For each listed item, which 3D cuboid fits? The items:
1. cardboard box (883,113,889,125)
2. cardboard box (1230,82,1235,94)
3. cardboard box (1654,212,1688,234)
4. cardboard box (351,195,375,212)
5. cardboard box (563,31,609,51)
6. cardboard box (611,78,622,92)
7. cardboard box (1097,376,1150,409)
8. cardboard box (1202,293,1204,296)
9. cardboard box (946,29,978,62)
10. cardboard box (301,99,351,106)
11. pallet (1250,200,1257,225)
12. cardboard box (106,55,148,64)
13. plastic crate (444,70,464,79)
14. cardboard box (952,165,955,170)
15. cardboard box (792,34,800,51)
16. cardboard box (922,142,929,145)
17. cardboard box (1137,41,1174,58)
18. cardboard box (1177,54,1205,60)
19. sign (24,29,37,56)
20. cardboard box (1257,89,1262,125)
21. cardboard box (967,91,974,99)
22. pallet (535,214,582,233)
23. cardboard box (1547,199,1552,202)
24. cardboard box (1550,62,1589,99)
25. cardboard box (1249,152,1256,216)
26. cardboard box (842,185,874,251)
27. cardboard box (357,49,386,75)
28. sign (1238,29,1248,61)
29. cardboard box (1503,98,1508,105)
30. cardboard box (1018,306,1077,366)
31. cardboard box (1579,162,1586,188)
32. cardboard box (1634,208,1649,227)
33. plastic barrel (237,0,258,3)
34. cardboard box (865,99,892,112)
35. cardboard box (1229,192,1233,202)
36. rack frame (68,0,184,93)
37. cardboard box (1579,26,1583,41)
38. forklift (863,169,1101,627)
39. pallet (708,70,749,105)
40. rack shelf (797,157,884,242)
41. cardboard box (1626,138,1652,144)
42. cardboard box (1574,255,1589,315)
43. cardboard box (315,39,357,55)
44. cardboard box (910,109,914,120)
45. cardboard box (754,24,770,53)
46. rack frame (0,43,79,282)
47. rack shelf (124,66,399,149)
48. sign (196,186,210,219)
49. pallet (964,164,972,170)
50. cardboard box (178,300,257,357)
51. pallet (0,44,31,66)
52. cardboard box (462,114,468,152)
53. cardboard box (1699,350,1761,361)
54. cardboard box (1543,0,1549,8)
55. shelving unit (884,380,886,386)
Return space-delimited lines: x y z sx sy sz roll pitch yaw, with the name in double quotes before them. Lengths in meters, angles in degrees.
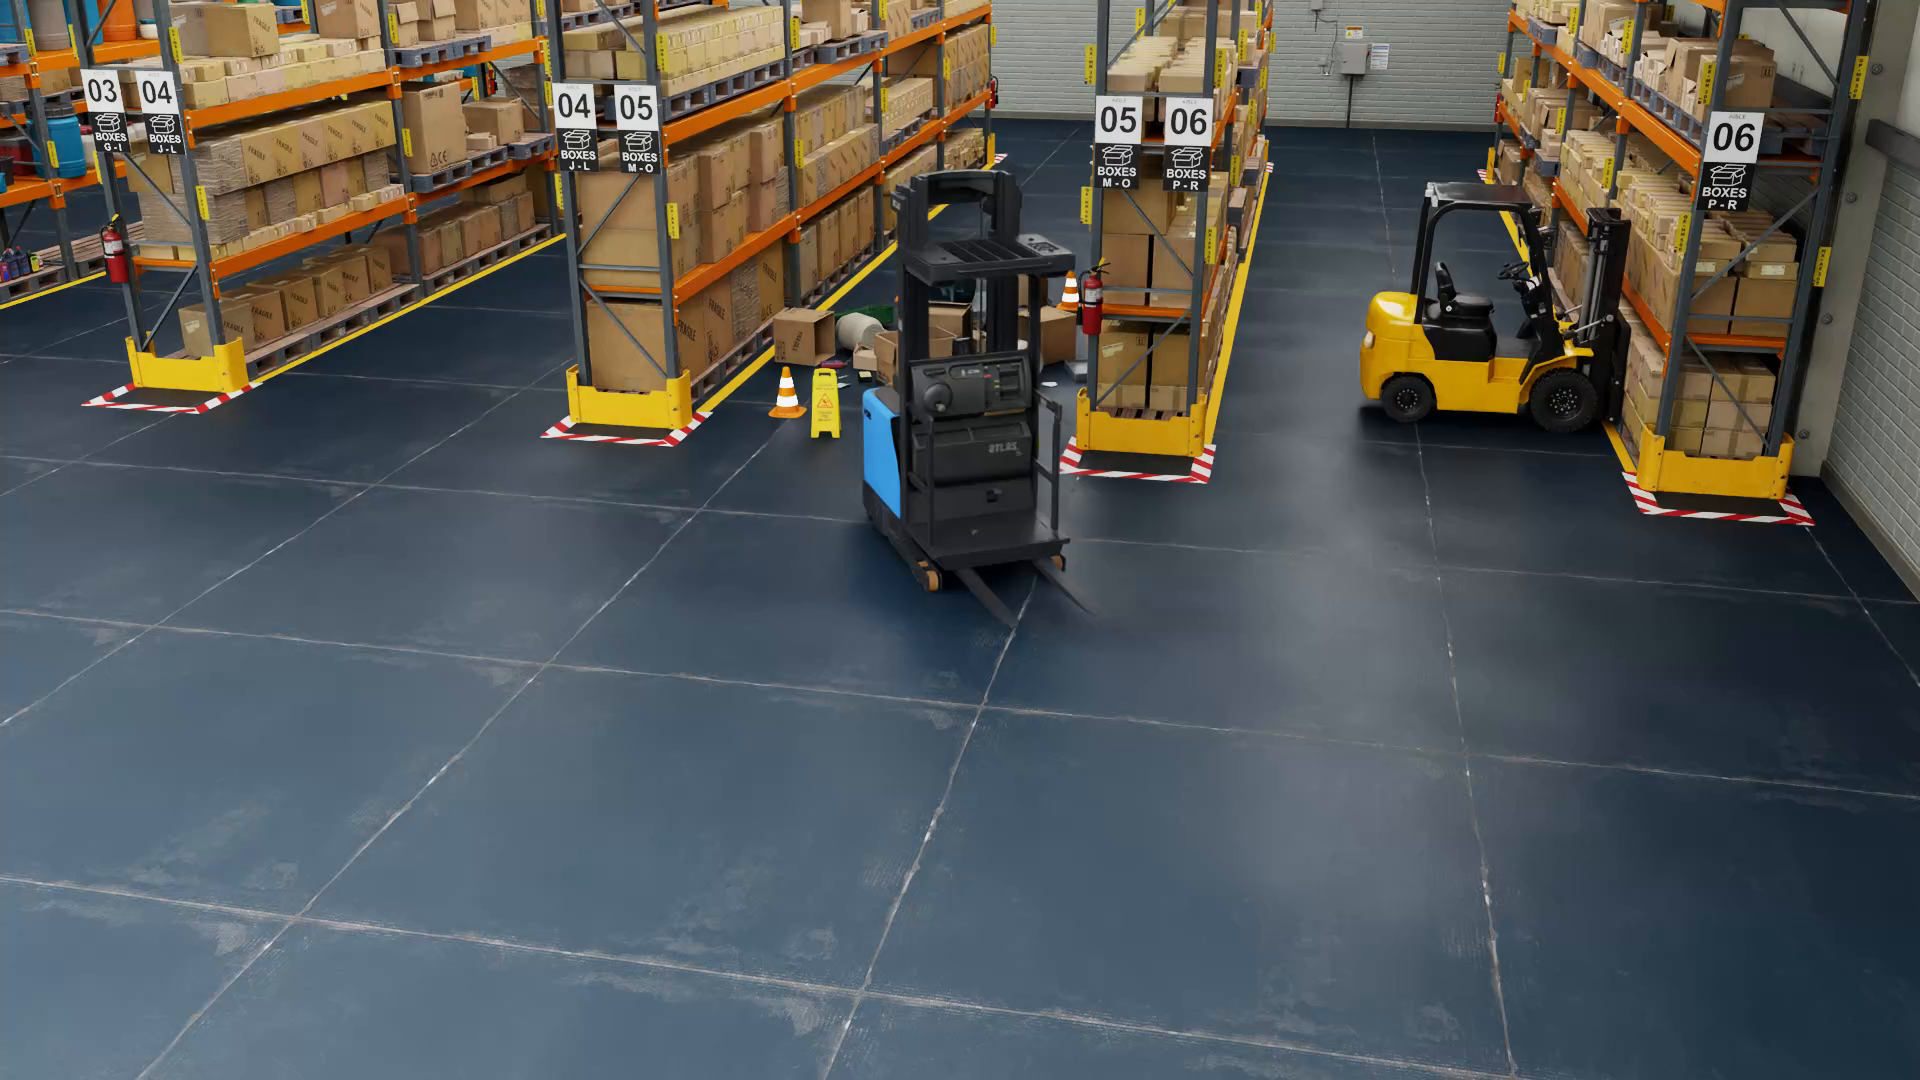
"cardboard box" -1.224 -5.970 23.537 0.380 0.149 0.250 6 23 13
"cardboard box" 2.713 -4.825 17.640 0.380 0.149 0.250 5 22 11
"cardboard box" 6.503 -2.861 15.042 0.380 0.149 0.250 5 22 12
"cardboard box" -7.092 -3.950 19.481 0.380 0.149 0.250 4 22 11
"cardboard box" -3.468 -4.602 15.322 0.380 0.149 0.250 5 22 11
"cardboard box" -3.416 -4.322 15.696 0.380 0.149 0.250 5 22 11
"cardboard box" 1.568 -1.471 16.108 0.500 0.250 0.500 4 22 11
"cardboard box" 2.105 -2.403 15.640 0.380 0.149 0.250 4 22 9
"cardboard box" 0.010 -8.504 28.583 0.500 0.500 0.500 6 23 14
"cardboard box" -7.564 -4.948 19.753 0.500 0.500 0.500 4 22 11
"pallet" 4.027 -5.034 25.569 1.003 0.211 1.213 4 22 11
"cardboard box" -14.917 -8.788 29.687 0.500 0.500 0.500 5 22 12
"plastic crate" -9.613 -8.804 31.472 0.396 0.136 0.243 4 22 11
"cardboard box" -0.290 -6.326 28.300 0.380 0.149 0.250 4 22 9
"cardboard box" -2.021 -5.802 19.212 0.258 0.266 0.396 4 22 10
"cardboard box" -0.744 -6.736 28.522 0.380 0.149 0.250 4 22 9
"cardboard box" 2.007 -5.050 17.132 0.380 0.149 0.250 4 22 9
"cardboard box" 2.275 -4.540 15.864 0.380 0.149 0.250 5 22 12
"sign" -11.536 -6.172 20.636 0.100 0.325 0.005 4 22 11
"cardboard box" 4.462 -6.813 26.121 0.500 0.500 0.500 5 23 13
"cardboard box" 0.034 -7.791 29.019 0.380 0.149 0.250 3 22 9
"pallet" -6.173 -4.897 25.229 1.003 0.211 1.213 4 22 11
"cardboard box" 8.129 -4.506 22.443 0.380 0.149 0.250 4 22 9
"cardboard box" 9.535 -7.179 25.961 0.500 0.500 0.500 4 22 9
"cardboard box" 3.885 -5.260 24.682 0.875 0.875 0.875 5 22 12
"cardboard box" -1.785 -4.428 22.782 1.050 0.750 0.750 4 22 10
"cardboard box" -7.061 -5.580 19.379 0.500 0.250 0.500 5 23 13
"sign" 3.011 -5.282 17.746 0.100 0.325 0.005 4 22 11
"cardboard box" 9.451 -7.485 28.260 0.380 0.149 0.250 4 22 11
"cardboard box" 0.927 -2.243 18.250 0.500 0.500 0.500 -16 27 -35
"cardboard box" 7.517 -4.232 19.378 0.500 0.250 0.500 5 22 12
"cardboard box" 6.726 -3.097 16.026 0.380 0.149 0.250 4 22 9
"plastic barrel" -10.815 -8.169 25.253 0.294 0.245 0.294 0 22 0
"cardboard box" -1.182 -6.189 23.683 0.380 0.149 0.250 4 22 11
"cardboard box" 2.900 -3.946 18.909 0.380 0.149 0.250 5 22 12
"rack frame" -8.040 -5.765 15.621 1.000 3.000 0.127 4 22 11
"cardboard box" 7.786 -6.195 20.322 0.380 0.166 0.250 4 22 11
"forklift" 0.160 -1.140 12.260 1.130 2.935 3.031 -7 23 -18
"pallet" -2.817 -4.637 16.955 1.003 0.211 1.213 4 22 11
"rack shelf" -1.980 -4.427 21.294 1.077 0.370 4.000 4 22 11
"cardboard box" 8.229 -4.794 20.239 0.380 0.149 0.250 4 22 11
"cardboard box" 7.599 -2.880 19.107 0.875 0.625 0.625 4 22 10
"cardboard box" -7.117 -5.621 18.948 0.380 0.149 0.250 3 22 8
"cardboard box" -0.906 -6.397 24.995 0.380 0.149 0.250 5 23 13
"cardboard box" -2.341 -5.346 17.704 0.500 0.250 0.500 4 22 11
"rack frame" -12.072 -4.822 21.312 1.000 3.000 0.127 4 22 11
"rack shelf" -7.632 -4.771 18.132 1.077 0.370 4.000 4 22 11
"sign" -7.509 -3.342 16.478 0.100 0.325 0.005 4 22 11
"pallet" -0.407 -6.358 28.857 1.003 0.211 1.213 4 22 11
"cardboard box" -7.896 -2.244 17.694 0.500 0.500 0.500 9 24 21
"pallet" -12.124 -5.855 20.113 1.213 0.211 1.003 4 22 11
"cardboard box" -6.960 -5.328 21.868 0.797 0.503 0.637 7 23 16
"cardboard box" 6.904 -1.577 15.034 0.500 0.250 0.500 4 22 11
"cardboard box" 8.375 -7.528 23.256 0.380 0.149 0.250 4 22 10
"shelving unit" -0.468 -0.853 14.059 0.252 1.050 0.215 -20 29 -38
